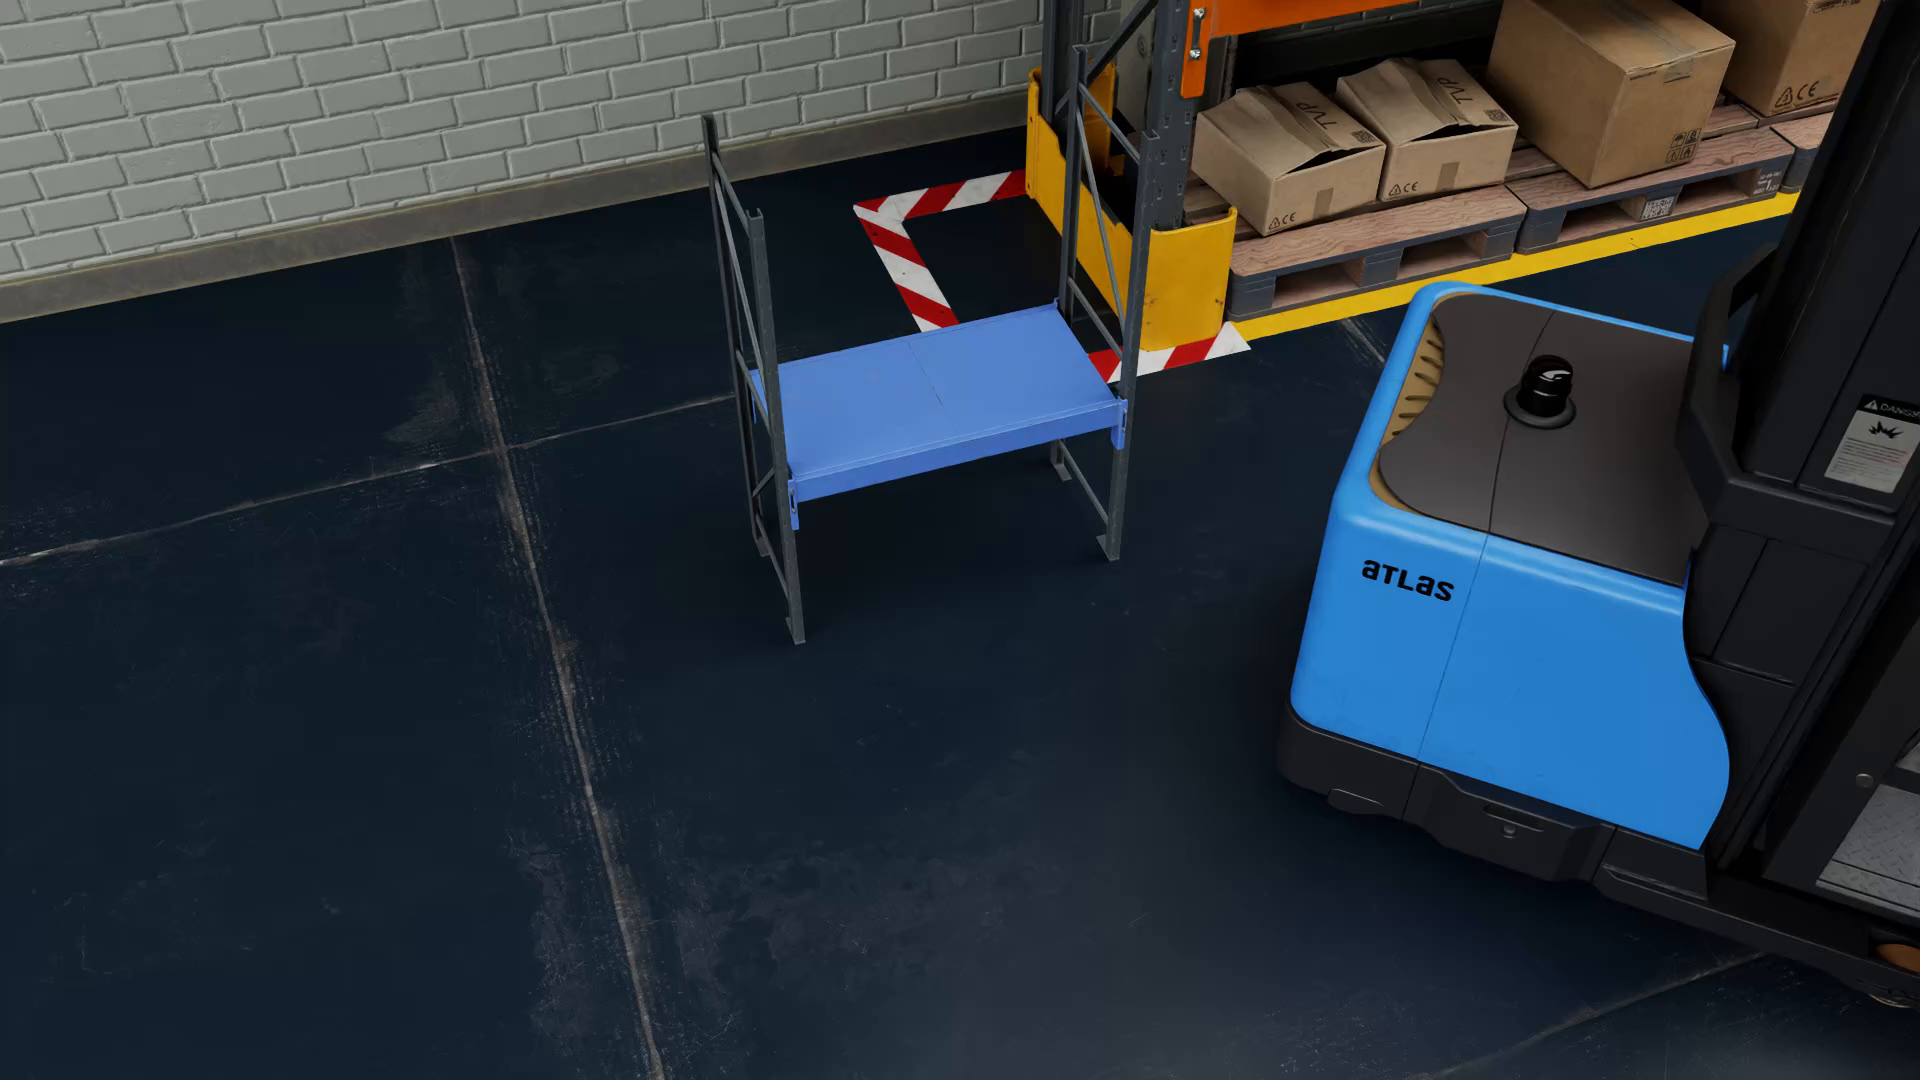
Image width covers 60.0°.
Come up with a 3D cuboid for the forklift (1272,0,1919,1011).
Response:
[{"bbox_3d":[2.421,-0.262,3.441,3.031,2.935,1.130,17,48,16],"label":"forklift"}]

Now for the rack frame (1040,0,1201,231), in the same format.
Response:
[{"bbox_3d":[0.531,-2.130,5.255,0.127,3.000,1.000,-14,47,-14],"label":"rack frame"}]

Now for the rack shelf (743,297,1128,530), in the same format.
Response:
[{"bbox_3d":[-0.080,-0.382,4.826,1.000,0.185,0.538,-14,47,-14],"label":"rack shelf"}]

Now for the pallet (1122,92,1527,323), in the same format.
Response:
[{"bbox_3d":[1.379,-1.335,6.432,1.213,0.211,1.003,-14,47,-14],"label":"pallet"}]

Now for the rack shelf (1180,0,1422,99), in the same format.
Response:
[{"bbox_3d":[2.412,-2.357,5.989,4.000,0.370,1.077,-14,47,-14],"label":"rack shelf"}]

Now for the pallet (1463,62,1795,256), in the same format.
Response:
[{"bbox_3d":[2.524,-1.626,6.722,1.213,0.211,1.003,-14,47,-14],"label":"pallet"}]

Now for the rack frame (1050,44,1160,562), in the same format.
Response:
[{"bbox_3d":[0.398,-0.631,4.820,0.032,1.500,0.500,-14,47,-14],"label":"rack frame"}]

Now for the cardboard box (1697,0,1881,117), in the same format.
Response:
[{"bbox_3d":[3.331,-2.088,6.668,0.500,0.500,0.500,-18,48,-17],"label":"cardboard box"}]

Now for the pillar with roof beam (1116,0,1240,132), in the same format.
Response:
[{"bbox_3d":[2.357,-2.124,1.014,0.400,9.000,9.100,-14,47,-14],"label":"pillar with roof beam"}]

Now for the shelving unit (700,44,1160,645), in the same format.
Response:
[{"bbox_3d":[-0.080,-0.509,4.698,1.048,1.500,0.538,-14,47,-14],"label":"shelving unit"}]

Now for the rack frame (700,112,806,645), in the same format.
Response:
[{"bbox_3d":[-0.558,-0.387,4.576,0.032,1.500,0.500,-14,47,-14],"label":"rack frame"}]

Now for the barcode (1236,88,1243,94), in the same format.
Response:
[{"bbox_3d":[1.094,-1.716,6.424,0.075,0.075,0.001,-14,47,-14],"label":"barcode"}]

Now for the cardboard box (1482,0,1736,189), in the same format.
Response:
[{"bbox_3d":[2.456,-1.789,6.370,0.500,0.500,0.700,-17,48,-16],"label":"cardboard box"}]

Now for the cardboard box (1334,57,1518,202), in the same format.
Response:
[{"bbox_3d":[1.749,-1.579,6.294,0.500,0.311,0.500,-11,46,-11],"label":"cardboard box"}]

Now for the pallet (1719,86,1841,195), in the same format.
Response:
[{"bbox_3d":[3.674,-1.922,7.017,1.213,0.211,1.003,-14,47,-14],"label":"pallet"}]

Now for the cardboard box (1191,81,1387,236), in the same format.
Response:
[{"bbox_3d":[1.212,-1.442,6.157,0.500,0.311,0.500,-19,48,-18],"label":"cardboard box"}]

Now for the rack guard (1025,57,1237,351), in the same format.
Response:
[{"bbox_3d":[0.602,-1.265,6.158,0.348,0.500,1.175,-14,47,-14],"label":"rack guard"}]
